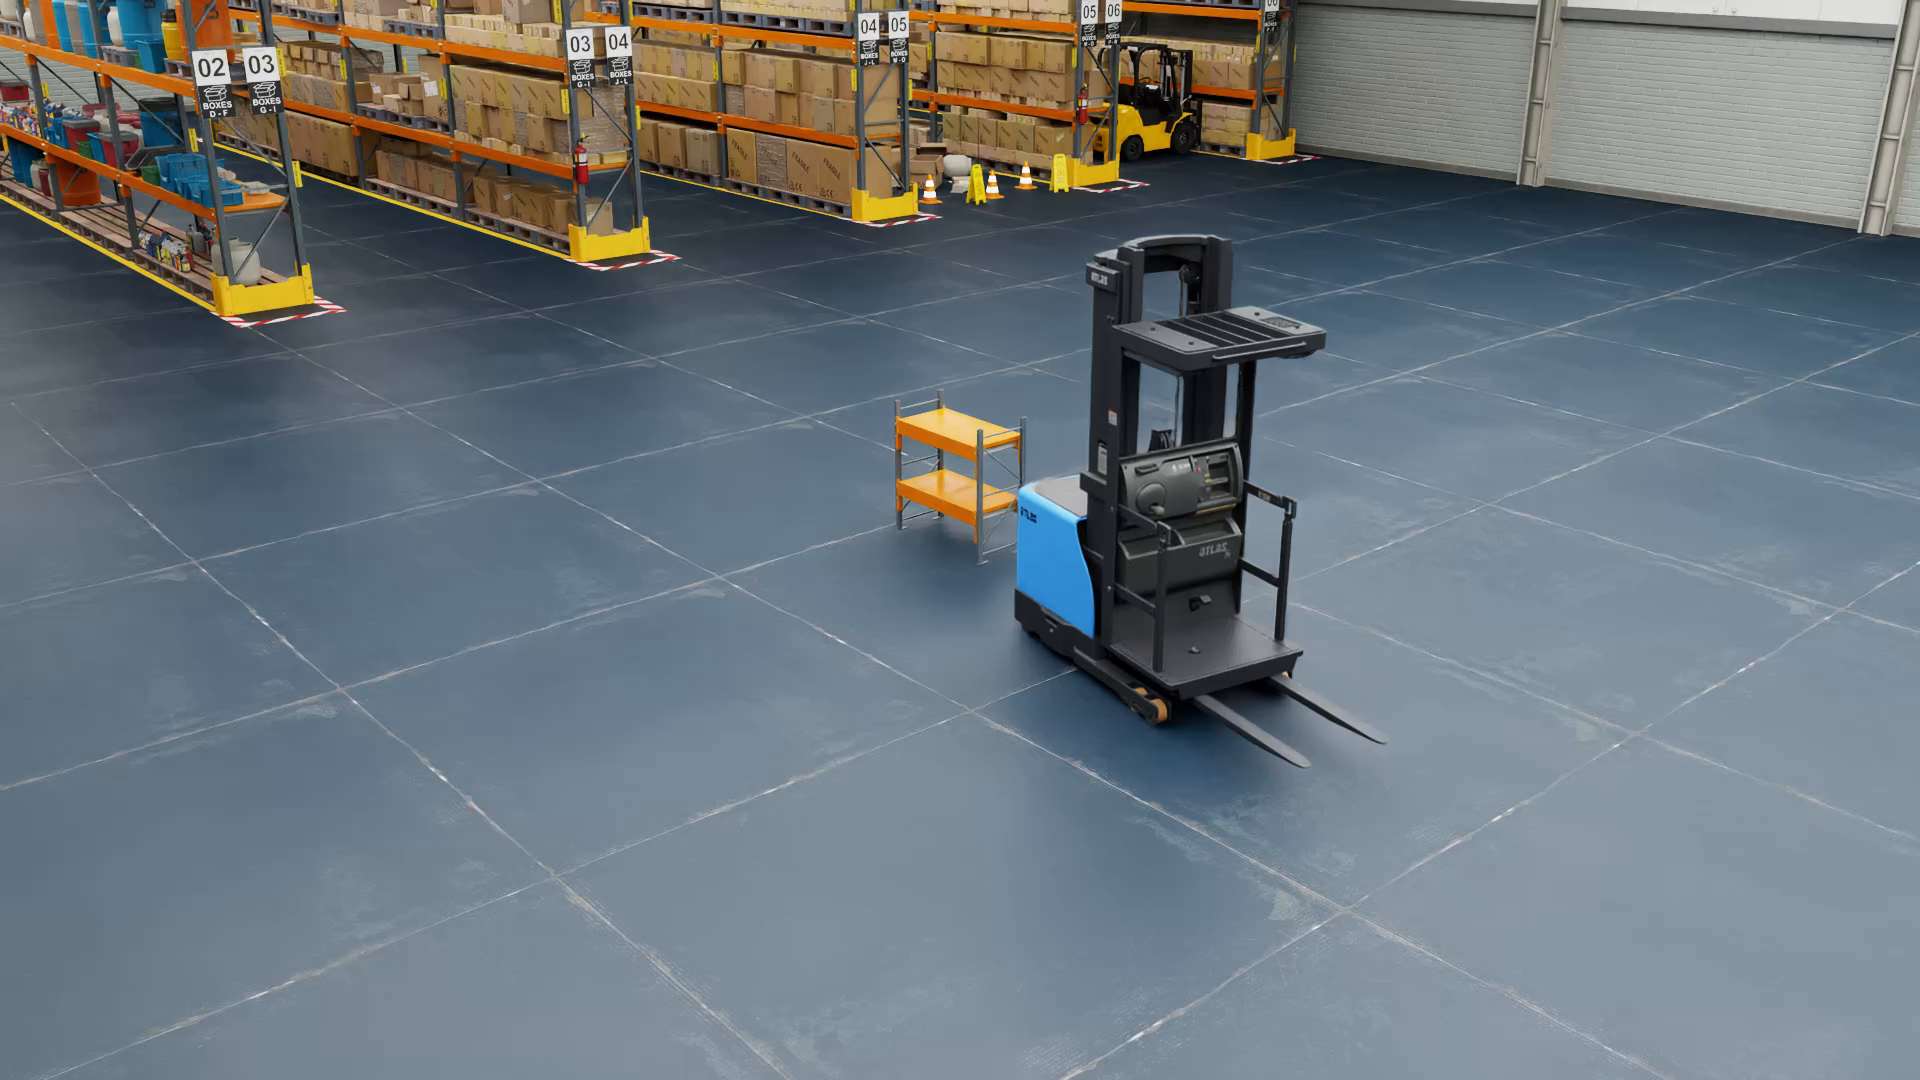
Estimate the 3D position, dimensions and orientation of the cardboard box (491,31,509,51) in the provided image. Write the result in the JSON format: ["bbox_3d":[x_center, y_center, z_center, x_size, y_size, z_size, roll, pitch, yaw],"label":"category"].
[{"bbox_3d":[-6.561,-7.370,24.506,0.500,0.250,0.500,-18,28,-38],"label":"cardboard box"}]

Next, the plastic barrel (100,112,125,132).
[{"bbox_3d":[-12.931,-6.285,25.491,0.421,0.512,0.421,0,21,0],"label":"plastic barrel"}]

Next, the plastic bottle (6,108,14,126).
[{"bbox_3d":[-15.881,-7.092,27.874,0.152,0.276,0.135,-17,27,-37],"label":"plastic bottle"}]

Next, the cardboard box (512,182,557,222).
[{"bbox_3d":[-6.601,-5.259,25.876,0.500,0.500,0.500,19,29,40],"label":"cardboard box"}]

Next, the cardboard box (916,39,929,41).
[{"bbox_3d":[-0.897,-9.872,33.682,0.500,0.500,0.500,-18,27,-38],"label":"cardboard box"}]

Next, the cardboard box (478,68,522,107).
[{"bbox_3d":[-6.921,-6.847,25.161,0.500,0.500,0.500,-17,27,-37],"label":"cardboard box"}]

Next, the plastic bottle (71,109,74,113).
[{"bbox_3d":[-14.796,-7.055,27.770,0.061,0.283,0.133,-17,27,-37],"label":"plastic bottle"}]

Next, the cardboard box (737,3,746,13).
[{"bbox_3d":[-3.540,-9.010,28.119,0.380,0.149,0.250,-18,27,-38],"label":"cardboard box"}]

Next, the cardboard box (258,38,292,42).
[{"bbox_3d":[-13.676,-9.759,33.282,0.500,0.500,0.500,-19,28,-39],"label":"cardboard box"}]

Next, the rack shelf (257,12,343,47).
[{"bbox_3d":[-11.592,-9.376,30.410,1.077,0.370,4.000,-17,27,-37],"label":"rack shelf"}]

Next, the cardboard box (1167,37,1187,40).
[{"bbox_3d":[4.553,-10.466,34.884,0.380,0.149,0.250,-18,28,-38],"label":"cardboard box"}]

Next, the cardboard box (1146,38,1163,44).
[{"bbox_3d":[4.075,-10.312,34.492,0.380,0.149,0.250,-17,27,-36],"label":"cardboard box"}]

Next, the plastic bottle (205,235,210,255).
[{"bbox_3d":[-10.514,-4.135,23.275,0.061,0.283,0.133,-17,27,-37],"label":"plastic bottle"}]

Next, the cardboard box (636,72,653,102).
[{"bbox_3d":[-5.712,-8.494,31.146,0.500,0.500,0.500,-17,27,-37],"label":"cardboard box"}]

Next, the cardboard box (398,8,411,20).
[{"bbox_3d":[-8.976,-8.635,27.274,0.380,0.166,0.250,-18,28,-39],"label":"cardboard box"}]

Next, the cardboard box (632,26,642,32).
[{"bbox_3d":[-7.561,-12.502,40.009,0.500,0.500,0.500,-18,28,-39],"label":"cardboard box"}]

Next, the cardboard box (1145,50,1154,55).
[{"bbox_3d":[4.065,-10.174,34.547,0.380,0.149,0.250,-17,27,-36],"label":"cardboard box"}]

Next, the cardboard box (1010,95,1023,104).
[{"bbox_3d":[1.148,-8.183,30.834,0.380,0.149,0.250,-18,28,-38],"label":"cardboard box"}]

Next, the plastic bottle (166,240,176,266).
[{"bbox_3d":[-10.694,-3.906,22.600,0.144,0.351,0.185,-16,27,-35],"label":"plastic bottle"}]

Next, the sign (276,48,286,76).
[{"bbox_3d":[-8.398,-5.903,20.544,0.100,0.325,0.005,-17,27,-37],"label":"sign"}]

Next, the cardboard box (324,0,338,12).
[{"bbox_3d":[-10.740,-9.554,29.159,0.797,0.503,0.637,-16,26,-34],"label":"cardboard box"}]

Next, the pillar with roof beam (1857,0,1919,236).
[{"bbox_3d":[11.000,-7.954,21.678,9.100,9.000,0.400,-17,27,-37],"label":"pillar with roof beam"}]

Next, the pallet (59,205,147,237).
[{"bbox_3d":[-13.563,-5.061,26.343,1.003,0.211,1.213,-17,27,-37],"label":"pallet"}]

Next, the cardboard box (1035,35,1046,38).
[{"bbox_3d":[1.814,-11.140,37.013,0.380,0.149,0.250,-17,27,-36],"label":"cardboard box"}]

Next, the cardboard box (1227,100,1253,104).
[{"bbox_3d":[5.701,-8.789,33.861,0.500,0.250,0.500,-17,27,-37],"label":"cardboard box"}]

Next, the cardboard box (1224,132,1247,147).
[{"bbox_3d":[5.654,-8.063,33.378,0.500,0.250,0.500,-17,27,-37],"label":"cardboard box"}]

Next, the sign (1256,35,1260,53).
[{"bbox_3d":[5.780,-9.618,32.240,0.100,0.325,0.005,-17,27,-37],"label":"sign"}]

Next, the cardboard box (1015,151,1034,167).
[{"bbox_3d":[1.379,-7.130,30.996,0.500,0.250,0.500,-17,27,-37],"label":"cardboard box"}]

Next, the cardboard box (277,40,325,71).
[{"bbox_3d":[-12.475,-9.206,31.589,0.797,0.503,0.637,-18,28,-39],"label":"cardboard box"}]

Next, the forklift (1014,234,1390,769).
[{"bbox_3d":[1.556,-0.367,10.628,1.130,2.935,3.031,-12,24,-27],"label":"forklift"}]

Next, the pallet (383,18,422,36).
[{"bbox_3d":[-8.678,-8.448,27.310,1.213,0.211,1.003,-17,27,-37],"label":"pallet"}]

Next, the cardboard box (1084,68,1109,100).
[{"bbox_3d":[2.344,-8.293,30.225,0.500,0.500,0.500,-18,28,-38],"label":"cardboard box"}]

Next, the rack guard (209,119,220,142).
[{"bbox_3d":[-15.525,-8.815,35.531,1.175,0.500,0.348,-17,27,-37],"label":"rack guard"}]

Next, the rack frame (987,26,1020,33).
[{"bbox_3d":[0.978,-11.304,38.457,1.000,3.000,0.127,-17,27,-37],"label":"rack frame"}]

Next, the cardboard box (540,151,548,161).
[{"bbox_3d":[-5.924,-5.663,24.400,0.380,0.149,0.250,-17,27,-37],"label":"cardboard box"}]

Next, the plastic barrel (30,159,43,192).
[{"bbox_3d":[-15.545,-6.198,28.257,0.421,0.512,0.421,0,21,0],"label":"plastic barrel"}]

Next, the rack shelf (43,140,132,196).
[{"bbox_3d":[-12.734,-5.695,25.125,1.077,0.370,4.000,-17,27,-37],"label":"rack shelf"}]

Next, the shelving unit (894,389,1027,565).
[{"bbox_3d":[-0.004,-0.526,13.510,0.538,1.125,1.048,-17,27,-37],"label":"shelving unit"}]

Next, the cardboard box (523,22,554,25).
[{"bbox_3d":[-6.074,-7.378,23.979,0.380,0.149,0.250,-17,27,-37],"label":"cardboard box"}]

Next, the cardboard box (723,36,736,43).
[{"bbox_3d":[-4.968,-11.414,37.232,0.500,0.500,0.500,-18,27,-38],"label":"cardboard box"}]

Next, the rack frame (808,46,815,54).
[{"bbox_3d":[-2.779,-10.121,35.438,1.000,3.000,0.127,-17,27,-37],"label":"rack frame"}]

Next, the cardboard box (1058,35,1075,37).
[{"bbox_3d":[2.361,-11.191,37.143,0.380,0.149,0.250,-16,27,-36],"label":"cardboard box"}]

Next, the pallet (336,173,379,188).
[{"bbox_3d":[-10.745,-6.699,30.525,1.003,0.211,1.213,-17,27,-37],"label":"pallet"}]

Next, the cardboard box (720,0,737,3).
[{"bbox_3d":[-3.745,-9.315,28.353,0.500,0.250,0.500,-17,27,-37],"label":"cardboard box"}]

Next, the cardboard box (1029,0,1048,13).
[{"bbox_3d":[1.587,-9.596,29.782,0.500,0.250,0.500,-18,28,-38],"label":"cardboard box"}]

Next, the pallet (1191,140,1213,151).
[{"bbox_3d":[4.877,-8.333,34.697,1.003,0.211,1.213,-17,27,-37],"label":"pallet"}]

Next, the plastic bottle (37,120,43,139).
[{"bbox_3d":[-14.626,-6.539,26.452,0.061,0.283,0.133,-17,27,-37],"label":"plastic bottle"}]

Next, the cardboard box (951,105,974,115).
[{"bbox_3d":[0.048,-8.306,32.081,0.380,0.149,0.250,-17,27,-37],"label":"cardboard box"}]

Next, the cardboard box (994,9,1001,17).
[{"bbox_3d":[0.857,-9.724,30.656,0.380,0.149,0.250,-17,27,-37],"label":"cardboard box"}]

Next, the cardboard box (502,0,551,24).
[{"bbox_3d":[-6.268,-7.734,24.000,0.500,0.500,0.500,-17,27,-37],"label":"cardboard box"}]

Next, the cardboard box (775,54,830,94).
[{"bbox_3d":[-2.590,-7.821,27.880,0.875,0.550,0.500,-17,27,-37],"label":"cardboard box"}]

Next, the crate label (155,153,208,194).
[{"bbox_3d":[-10.224,-4.833,21.889,0.502,0.435,0.616,-17,27,-37],"label":"crate label"}]

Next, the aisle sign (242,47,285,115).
[{"bbox_3d":[-8.548,-5.633,20.414,0.394,0.787,0.004,-17,27,-37],"label":"aisle sign"}]

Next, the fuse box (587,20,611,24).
[{"bbox_3d":[-10.013,-13.744,46.453,0.539,1.711,0.414,-17,27,-37],"label":"fuse box"}]

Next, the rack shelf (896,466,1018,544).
[{"bbox_3d":[-0.004,-0.298,13.599,0.538,0.278,1.000,-17,27,-37],"label":"rack shelf"}]
